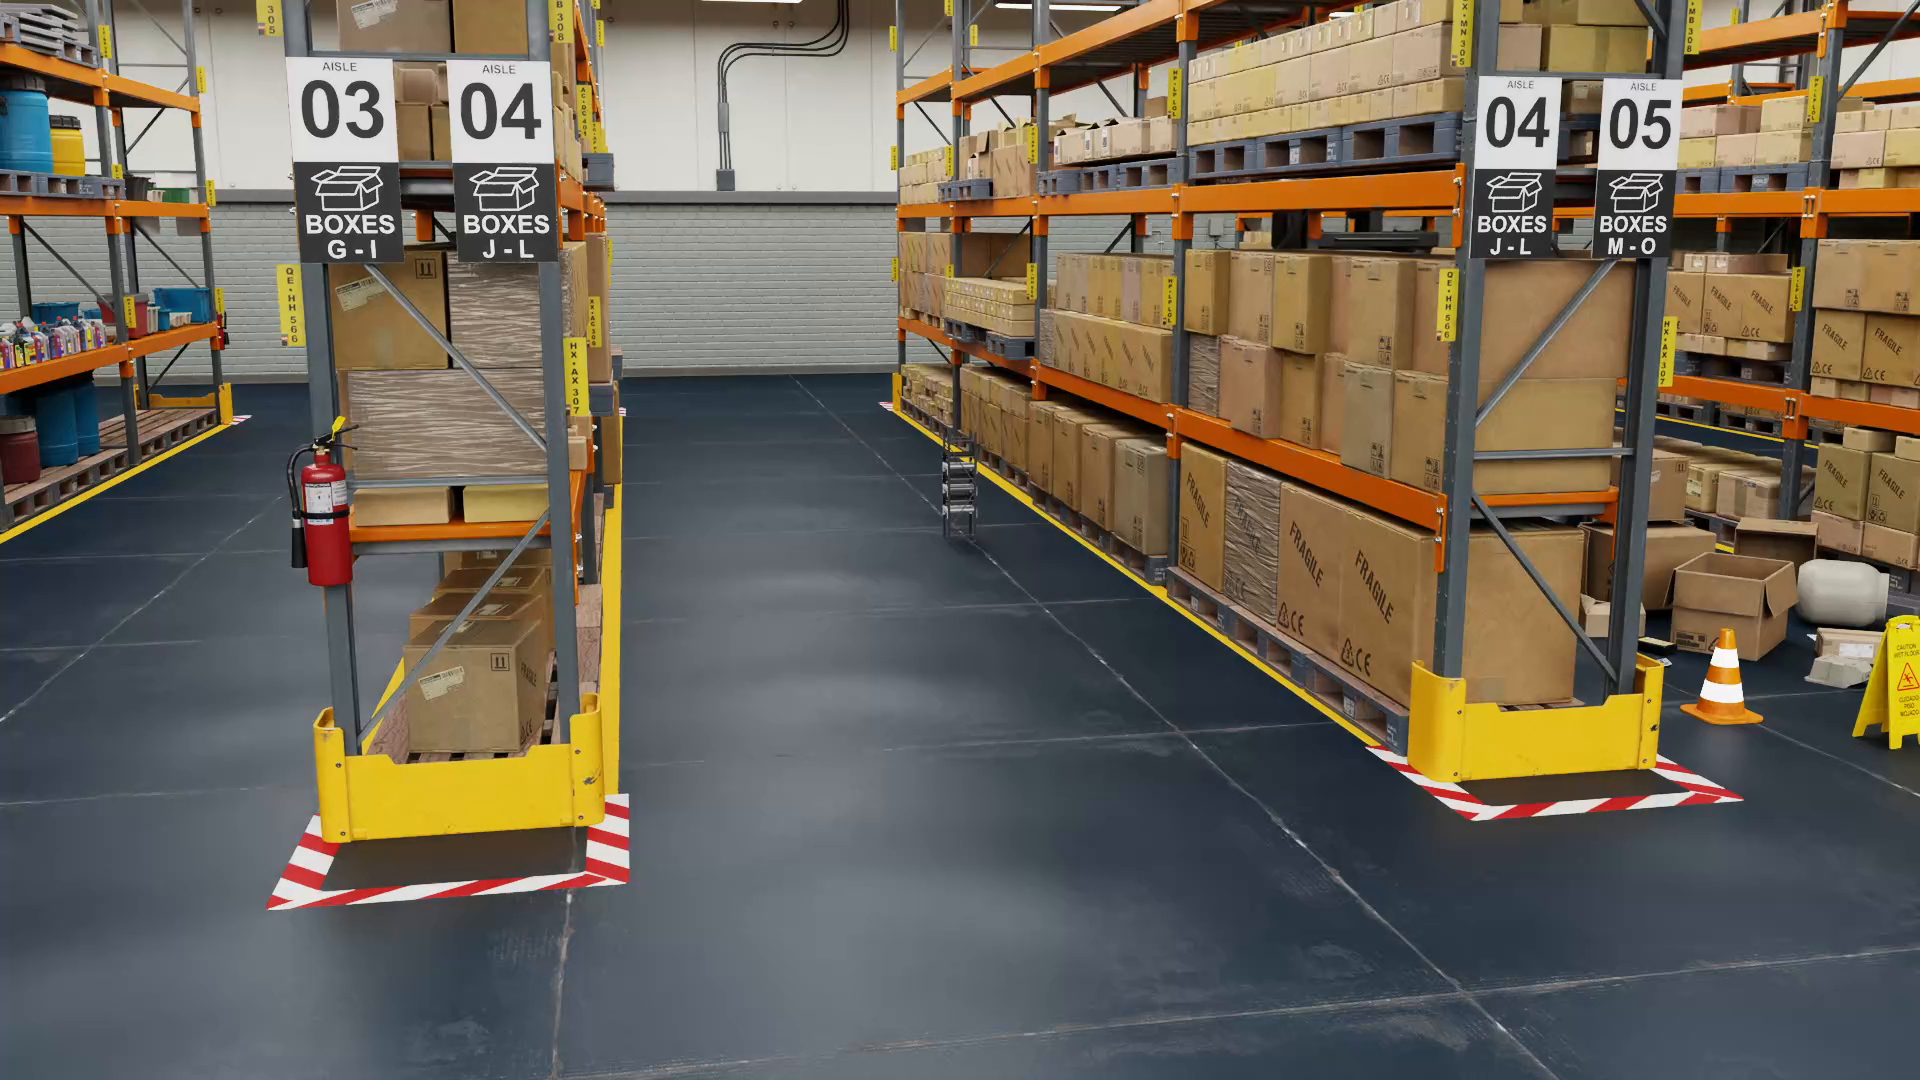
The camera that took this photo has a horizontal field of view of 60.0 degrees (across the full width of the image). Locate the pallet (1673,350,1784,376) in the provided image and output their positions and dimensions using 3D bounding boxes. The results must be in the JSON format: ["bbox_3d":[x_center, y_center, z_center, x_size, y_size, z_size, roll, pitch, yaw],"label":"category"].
[{"bbox_3d":[6.454,-1.607,14.631,1.003,0.211,1.213,-2,11,-11],"label":"pallet"}]

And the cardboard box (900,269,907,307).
[{"bbox_3d":[-0.547,-3.434,22.656,0.500,0.500,0.500,-2,11,-8],"label":"cardboard box"}]

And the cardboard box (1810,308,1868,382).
[{"bbox_3d":[6.619,-1.434,12.144,0.500,0.500,0.500,-2,11,-11],"label":"cardboard box"}]

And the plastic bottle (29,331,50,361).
[{"bbox_3d":[-8.587,-1.807,15.499,0.152,0.276,0.135,-2,11,-11],"label":"plastic bottle"}]

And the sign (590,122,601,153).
[{"bbox_3d":[-3.159,-3.449,14.392,0.100,0.325,0.005,-2,11,-11],"label":"sign"}]

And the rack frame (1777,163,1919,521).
[{"bbox_3d":[6.807,-1.329,12.658,1.000,3.000,0.127,-2,11,-11],"label":"rack frame"}]

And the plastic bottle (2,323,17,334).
[{"bbox_3d":[-9.541,-2.029,16.667,0.152,0.276,0.135,-2,11,-11],"label":"plastic bottle"}]

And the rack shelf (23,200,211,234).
[{"bbox_3d":[-9.717,-3.743,19.241,1.077,0.370,4.000,-2,11,-11],"label":"rack shelf"}]

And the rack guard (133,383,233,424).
[{"bbox_3d":[-10.124,-1.766,21.636,1.175,0.500,0.348,-2,11,-11],"label":"rack guard"}]

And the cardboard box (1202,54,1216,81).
[{"bbox_3d":[1.759,-3.002,10.573,0.380,0.149,0.250,-2,11,-11],"label":"cardboard box"}]

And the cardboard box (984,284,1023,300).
[{"bbox_3d":[0.454,-2.500,16.767,0.380,0.149,0.250,-2,11,-11],"label":"cardboard box"}]

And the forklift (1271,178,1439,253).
[{"bbox_3d":[3.170,-1.479,13.627,1.130,2.935,3.031,-2,11,-11],"label":"forklift"}]

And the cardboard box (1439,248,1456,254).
[{"bbox_3d":[5.474,-2.874,17.830,0.500,0.500,0.500,-2,11,-11],"label":"cardboard box"}]

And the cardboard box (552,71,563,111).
[{"bbox_3d":[-1.918,-1.941,7.184,0.380,0.149,0.250,-2,11,-10],"label":"cardboard box"}]

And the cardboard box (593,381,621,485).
[{"bbox_3d":[-3.806,-0.992,15.447,1.225,0.875,0.875,-3,11,-14],"label":"cardboard box"}]

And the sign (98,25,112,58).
[{"bbox_3d":[-8.788,-5.120,17.089,0.100,0.325,0.005,-2,11,-11],"label":"sign"}]

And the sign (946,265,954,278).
[{"bbox_3d":[-0.116,-3.002,19.132,0.100,0.325,0.005,-2,11,-11],"label":"sign"}]

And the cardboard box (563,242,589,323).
[{"bbox_3d":[-2.556,-1.583,10.253,0.500,0.500,0.500,-2,11,-11],"label":"cardboard box"}]

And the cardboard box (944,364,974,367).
[{"bbox_3d":[-0.011,-2.342,22.888,0.380,0.149,0.250,-2,11,-10],"label":"cardboard box"}]

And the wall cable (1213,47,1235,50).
[{"bbox_3d":[3.829,-7.537,29.229,2.355,3.000,0.029,-2,11,-11],"label":"wall cable"}]

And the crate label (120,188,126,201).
[{"bbox_3d":[-9.140,-3.700,17.798,0.293,0.136,0.466,-2,11,-11],"label":"crate label"}]

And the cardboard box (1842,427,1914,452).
[{"bbox_3d":[6.622,-0.729,11.993,0.380,0.149,0.250,-2,11,-10],"label":"cardboard box"}]

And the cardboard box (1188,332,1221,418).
[{"bbox_3d":[2.055,-1.137,11.248,0.875,0.550,0.550,-2,11,-11],"label":"cardboard box"}]

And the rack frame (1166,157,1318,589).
[{"bbox_3d":[1.971,-1.131,11.615,1.000,3.000,0.127,-2,11,-11],"label":"rack frame"}]

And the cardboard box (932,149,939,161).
[{"bbox_3d":[-0.125,-4.678,20.225,0.380,0.149,0.250,-3,11,-13],"label":"cardboard box"}]

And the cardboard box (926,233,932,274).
[{"bbox_3d":[-0.133,-3.550,20.587,0.500,0.500,0.500,-2,11,-10],"label":"cardboard box"}]

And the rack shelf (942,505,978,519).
[{"bbox_3d":[-0.002,-0.234,13.660,0.258,0.077,0.200,-2,11,-11],"label":"rack shelf"}]

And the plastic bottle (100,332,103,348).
[{"bbox_3d":[-8.885,-2.078,17.121,0.097,0.201,0.097,0,11,0],"label":"plastic bottle"}]

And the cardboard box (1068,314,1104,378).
[{"bbox_3d":[1.215,-1.636,14.000,0.500,0.500,0.500,-2,11,-11],"label":"cardboard box"}]

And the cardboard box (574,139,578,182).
[{"bbox_3d":[-2.478,-2.198,9.603,0.500,0.250,0.500,-2,11,-10],"label":"cardboard box"}]

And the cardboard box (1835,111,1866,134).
[{"bbox_3d":[6.548,-3.001,11.961,0.380,0.149,0.250,-2,11,-12],"label":"cardboard box"}]

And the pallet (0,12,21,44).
[{"bbox_3d":[-8.660,-4.314,13.868,1.213,0.211,1.003,-2,11,-11],"label":"pallet"}]

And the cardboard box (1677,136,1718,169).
[{"bbox_3d":[6.360,-3.224,13.868,0.500,0.250,0.500,-2,11,-10],"label":"cardboard box"}]

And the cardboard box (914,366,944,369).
[{"bbox_3d":[-0.423,-2.275,22.537,0.380,0.149,0.250,-2,11,-10],"label":"cardboard box"}]

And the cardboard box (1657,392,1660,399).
[{"bbox_3d":[9.697,-2.225,22.929,0.700,0.500,0.500,-3,11,-13],"label":"cardboard box"}]

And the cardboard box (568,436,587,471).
[{"bbox_3d":[-2.154,-0.451,8.718,0.380,0.149,0.250,-2,11,-11],"label":"cardboard box"}]

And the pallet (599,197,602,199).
[{"bbox_3d":[-4.619,-4.017,18.992,1.003,0.211,1.213,-2,11,-11],"label":"pallet"}]

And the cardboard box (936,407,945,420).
[{"bbox_3d":[-0.079,-1.560,20.372,0.380,0.149,0.250,-2,11,-13],"label":"cardboard box"}]

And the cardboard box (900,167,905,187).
[{"bbox_3d":[-0.530,-4.885,22.383,0.500,0.250,0.500,-2,11,-10],"label":"cardboard box"}]

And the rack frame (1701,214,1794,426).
[{"bbox_3d":[10.119,-2.978,21.319,1.000,3.000,0.127,-2,11,-11],"label":"rack frame"}]

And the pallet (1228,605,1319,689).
[{"bbox_3d":[2.283,0.606,9.950,1.003,0.211,1.213,-2,11,-11],"label":"pallet"}]

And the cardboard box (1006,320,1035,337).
[{"bbox_3d":[0.646,-2.021,15.841,0.380,0.149,0.250,-2,11,-10],"label":"cardboard box"}]

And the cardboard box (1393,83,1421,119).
[{"bbox_3d":[2.304,-2.098,7.953,0.380,0.149,0.250,-2,11,-11],"label":"cardboard box"}]

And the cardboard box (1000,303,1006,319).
[{"bbox_3d":[0.597,-2.216,16.072,0.380,0.149,0.250,-2,11,-9],"label":"cardboard box"}]

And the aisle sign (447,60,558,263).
[{"bbox_3d":[-1.830,-1.512,6.665,0.394,0.787,0.004,-2,11,-11],"label":"aisle sign"}]

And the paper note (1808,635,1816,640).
[{"bbox_3d":[5.430,0.606,10.460,0.148,0.019,0.142,2,11,9],"label":"paper note"}]

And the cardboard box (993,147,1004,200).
[{"bbox_3d":[0.629,-3.666,16.643,0.500,0.500,0.500,-2,11,-11],"label":"cardboard box"}]

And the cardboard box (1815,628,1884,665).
[{"bbox_3d":[5.349,0.638,9.947,0.380,0.149,0.250,4,11,18],"label":"cardboard box"}]

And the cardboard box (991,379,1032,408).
[{"bbox_3d":[0.611,-1.513,17.180,0.500,0.250,0.500,-2,11,-10],"label":"cardboard box"}]

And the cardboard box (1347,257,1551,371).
[{"bbox_3d":[2.517,-1.168,8.523,0.875,0.550,0.550,-2,11,-11],"label":"cardboard box"}]

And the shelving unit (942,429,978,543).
[{"bbox_3d":[-0.002,-0.444,13.620,0.258,0.900,0.210,-2,11,-11],"label":"shelving unit"}]

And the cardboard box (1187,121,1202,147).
[{"bbox_3d":[1.708,-2.657,10.894,0.380,0.149,0.250,-2,11,-12],"label":"cardboard box"}]

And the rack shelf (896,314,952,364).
[{"bbox_3d":[0.026,-2.611,21.318,1.077,0.370,4.000,-2,11,-11],"label":"rack shelf"}]

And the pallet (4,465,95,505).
[{"bbox_3d":[-8.978,-0.519,15.858,1.003,0.211,1.213,-2,11,-11],"label":"pallet"}]

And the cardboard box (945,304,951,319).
[{"bbox_3d":[0.041,-2.592,18.840,0.380,0.149,0.250,-3,11,-14],"label":"cardboard box"}]

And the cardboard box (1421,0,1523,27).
[{"bbox_3d":[2.351,-2.444,7.640,0.380,0.149,0.250,-2,11,-10],"label":"cardboard box"}]

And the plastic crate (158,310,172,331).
[{"bbox_3d":[-9.455,-2.570,19.462,0.416,0.233,0.300,-2,11,-11],"label":"plastic crate"}]

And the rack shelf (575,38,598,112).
[{"bbox_3d":[-4.081,-4.467,16.090,1.077,0.370,4.000,-2,11,-11],"label":"rack shelf"}]
